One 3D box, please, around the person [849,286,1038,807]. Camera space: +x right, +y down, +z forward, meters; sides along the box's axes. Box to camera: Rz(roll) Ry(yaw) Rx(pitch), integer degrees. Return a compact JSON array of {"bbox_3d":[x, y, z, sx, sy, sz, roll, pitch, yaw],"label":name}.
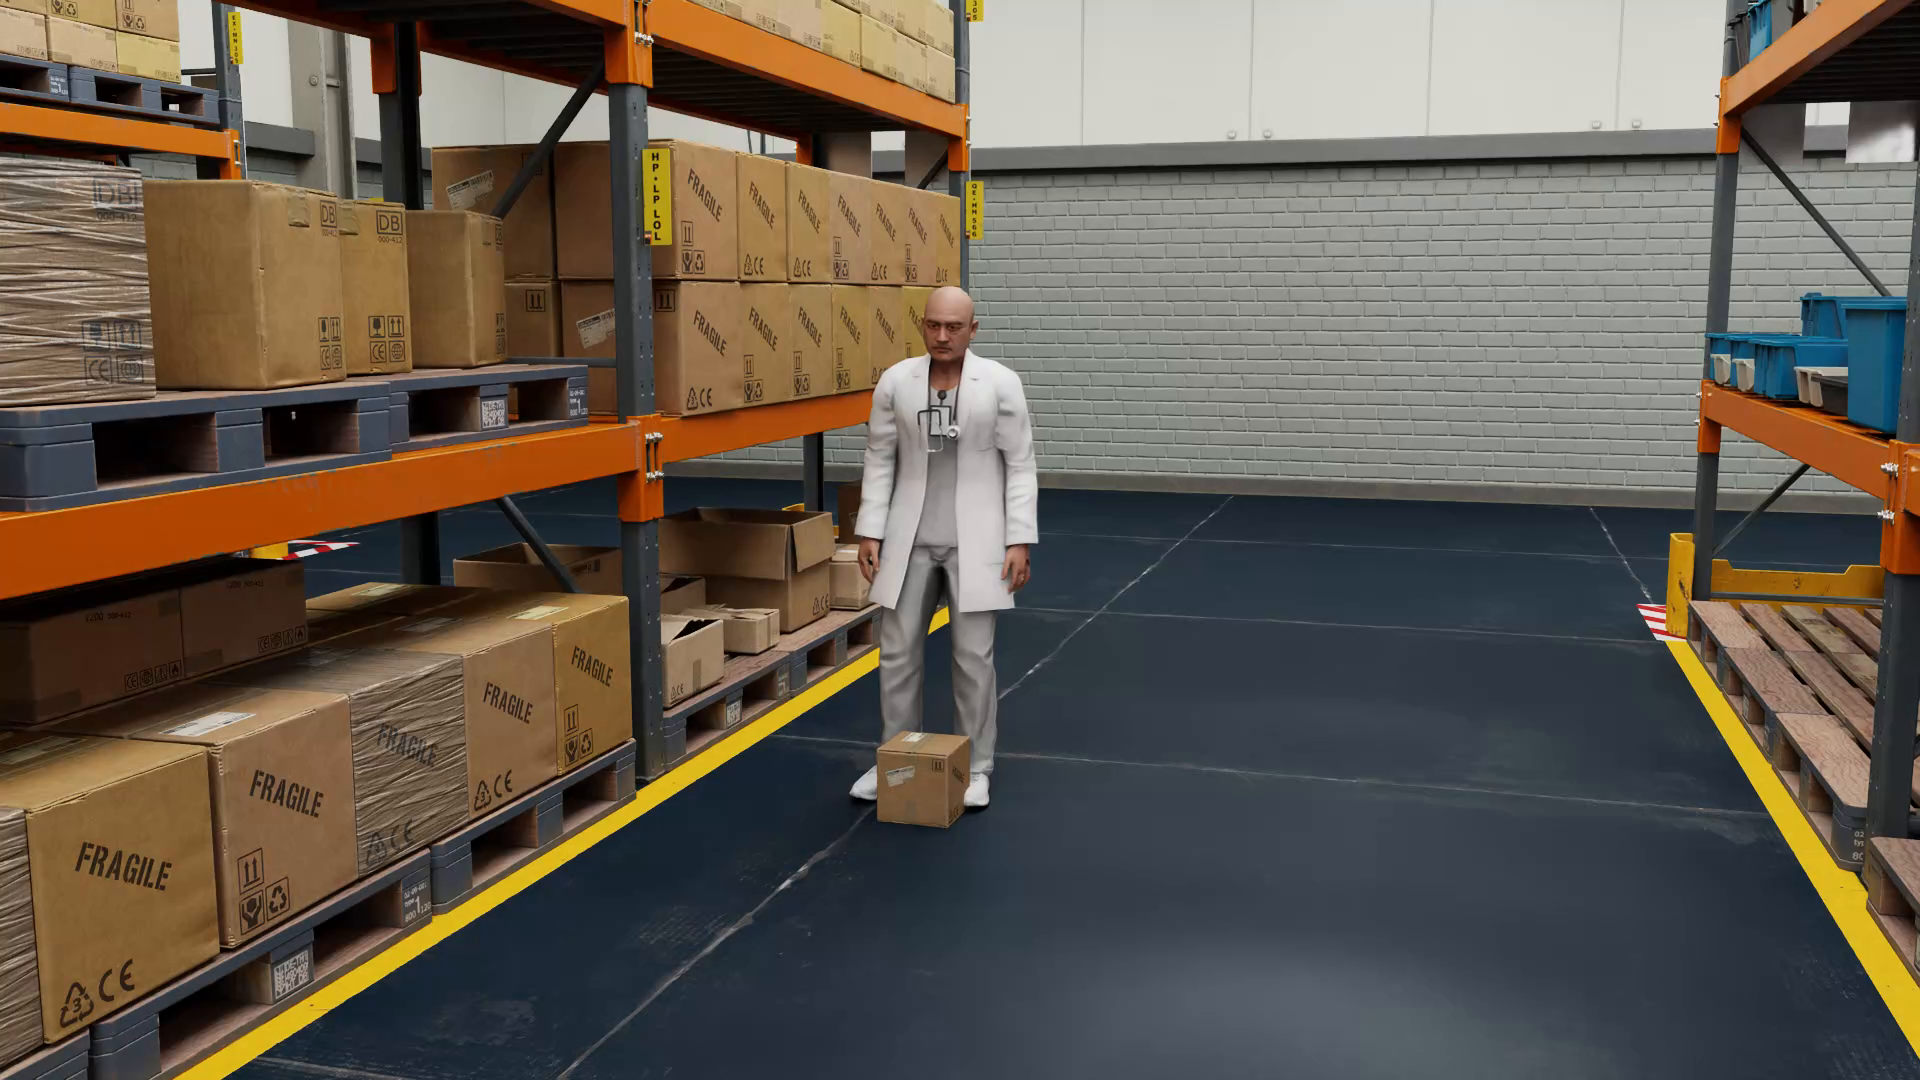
[{"bbox_3d":[-0.050,0.020,5.749,0.649,1.773,0.429,2,8,13],"label":"person"}]
